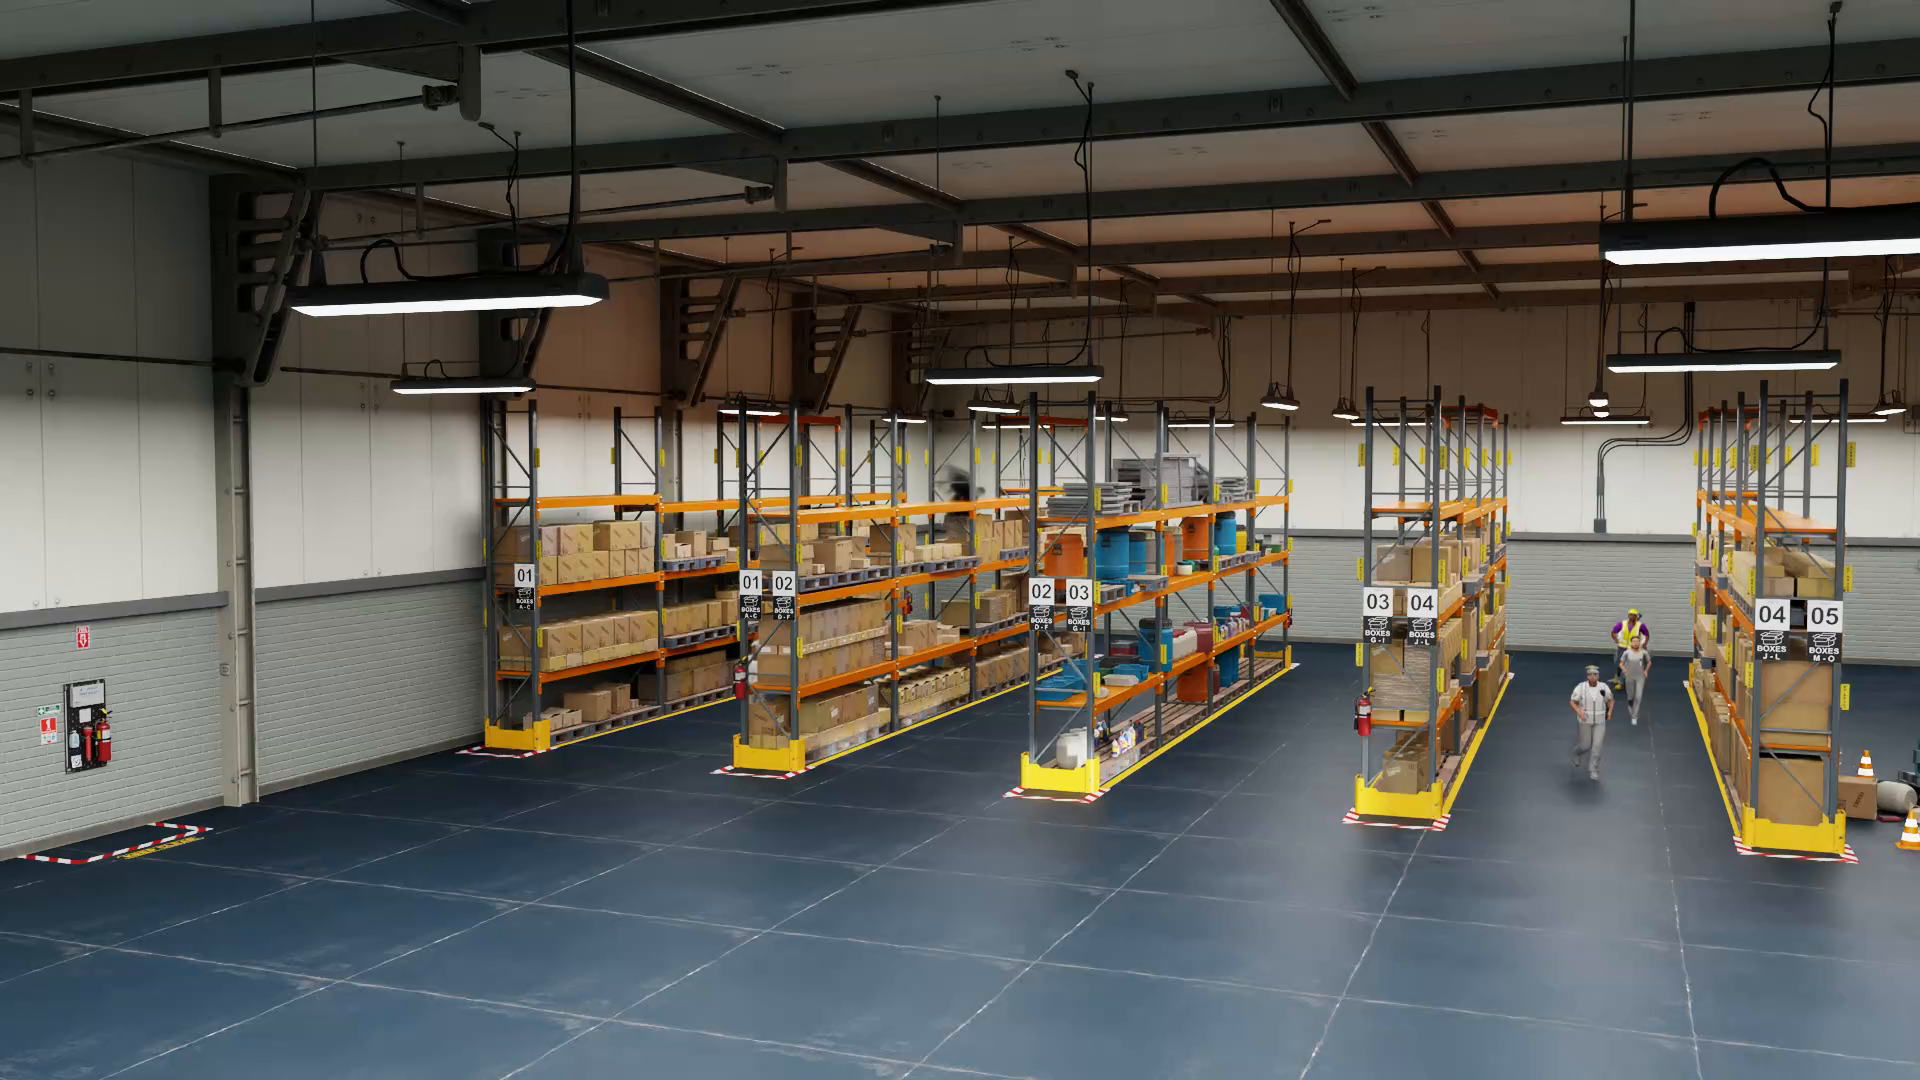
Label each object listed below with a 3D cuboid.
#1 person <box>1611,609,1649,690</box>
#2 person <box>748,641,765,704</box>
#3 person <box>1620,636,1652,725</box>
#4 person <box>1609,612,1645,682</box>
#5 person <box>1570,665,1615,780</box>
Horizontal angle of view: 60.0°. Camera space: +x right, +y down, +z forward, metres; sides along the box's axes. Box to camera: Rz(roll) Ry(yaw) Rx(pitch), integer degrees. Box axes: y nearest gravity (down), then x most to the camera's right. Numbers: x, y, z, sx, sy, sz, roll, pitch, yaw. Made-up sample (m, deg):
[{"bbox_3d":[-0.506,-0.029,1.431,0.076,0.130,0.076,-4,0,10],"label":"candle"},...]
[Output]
[{"bbox_3d":[14.453,2.349,35.940,0.763,1.730,0.967,2,3,31],"label":"person"},{"bbox_3d":[-3.668,2.665,29.940,0.700,1.719,0.625,1,3,13],"label":"person"},{"bbox_3d":[12.808,2.637,31.530,0.565,1.654,0.791,1,3,20],"label":"person"},{"bbox_3d":[14.812,2.372,36.887,0.579,1.604,0.677,-1,3,-24],"label":"person"},{"bbox_3d":[9.965,2.845,26.204,0.667,1.776,0.760,1,3,11],"label":"person"}]
